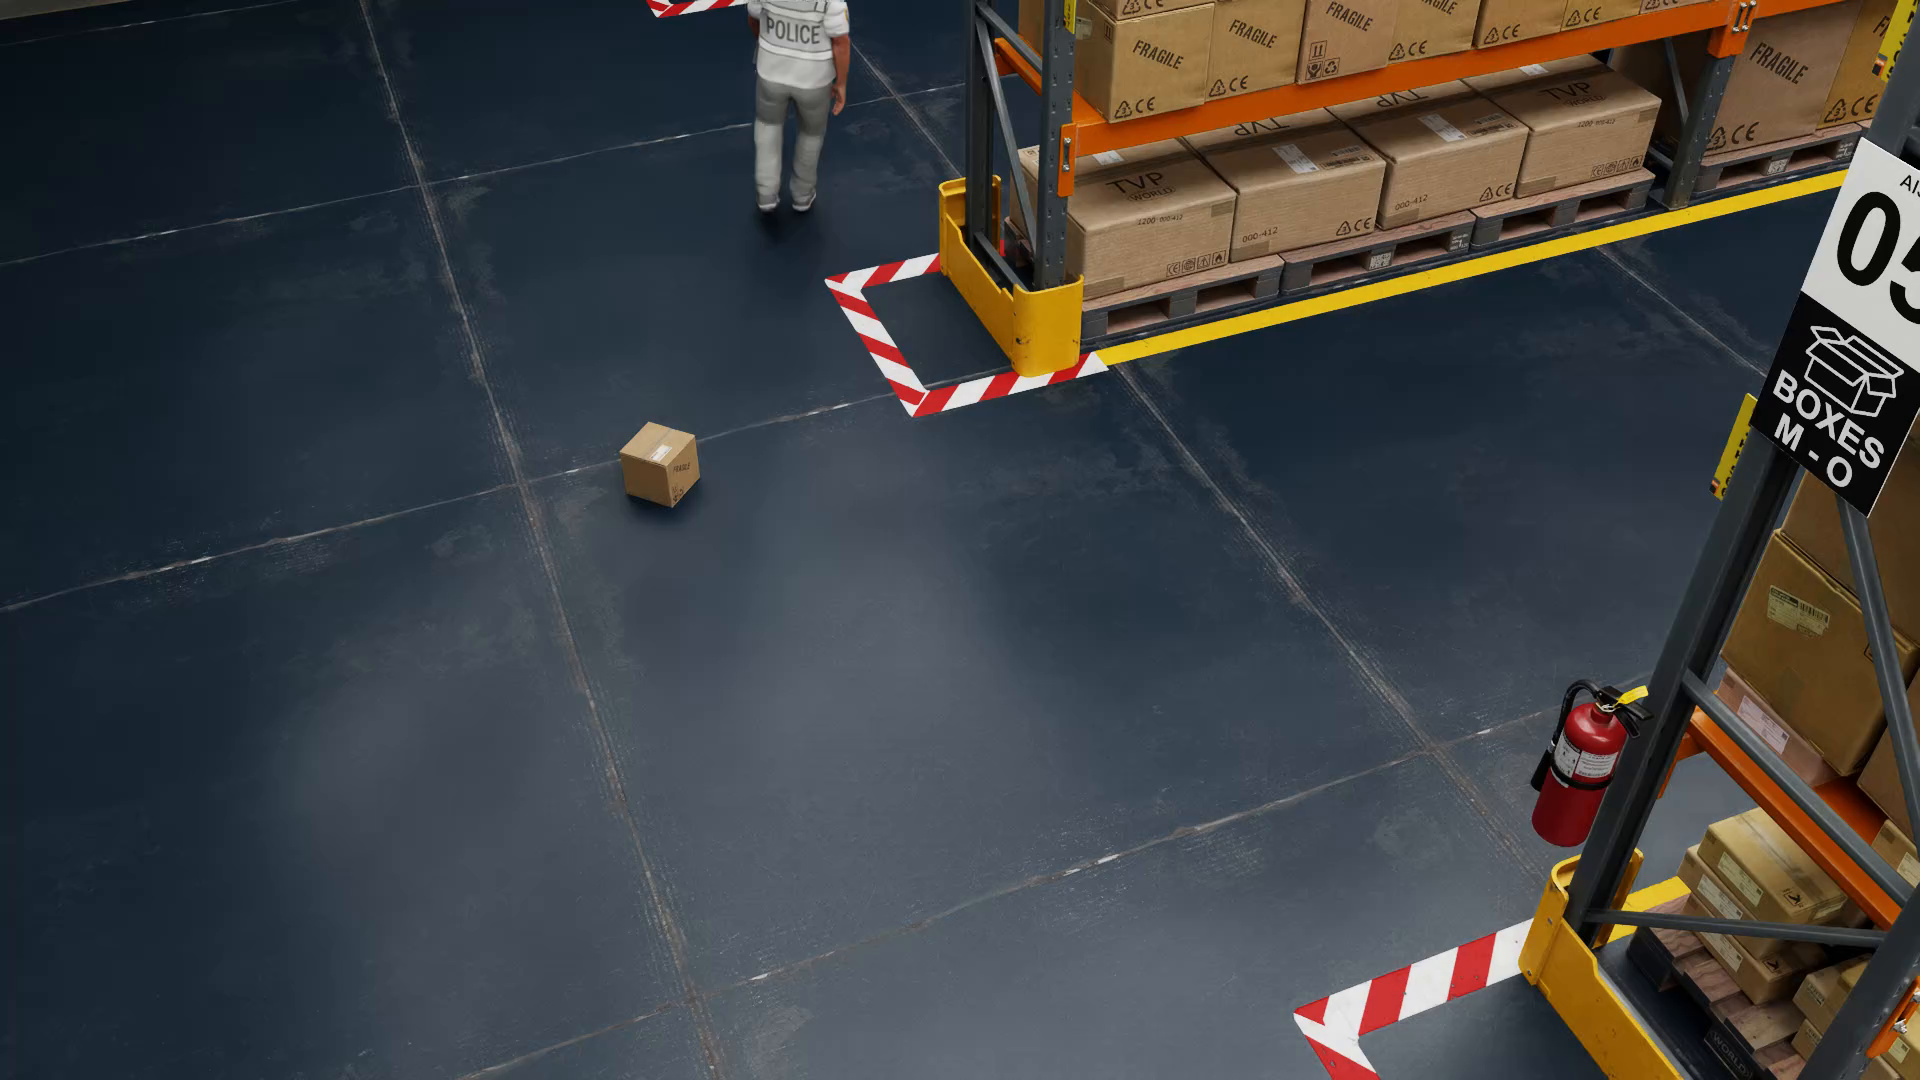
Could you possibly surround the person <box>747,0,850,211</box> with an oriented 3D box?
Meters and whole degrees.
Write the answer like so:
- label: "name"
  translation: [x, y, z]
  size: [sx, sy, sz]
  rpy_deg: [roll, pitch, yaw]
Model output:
- label: "person"
  translation: [-0.862, -2.544, 9.034]
  size: [0.595, 1.751, 0.592]
  rpy_deg: [4, 42, 5]
